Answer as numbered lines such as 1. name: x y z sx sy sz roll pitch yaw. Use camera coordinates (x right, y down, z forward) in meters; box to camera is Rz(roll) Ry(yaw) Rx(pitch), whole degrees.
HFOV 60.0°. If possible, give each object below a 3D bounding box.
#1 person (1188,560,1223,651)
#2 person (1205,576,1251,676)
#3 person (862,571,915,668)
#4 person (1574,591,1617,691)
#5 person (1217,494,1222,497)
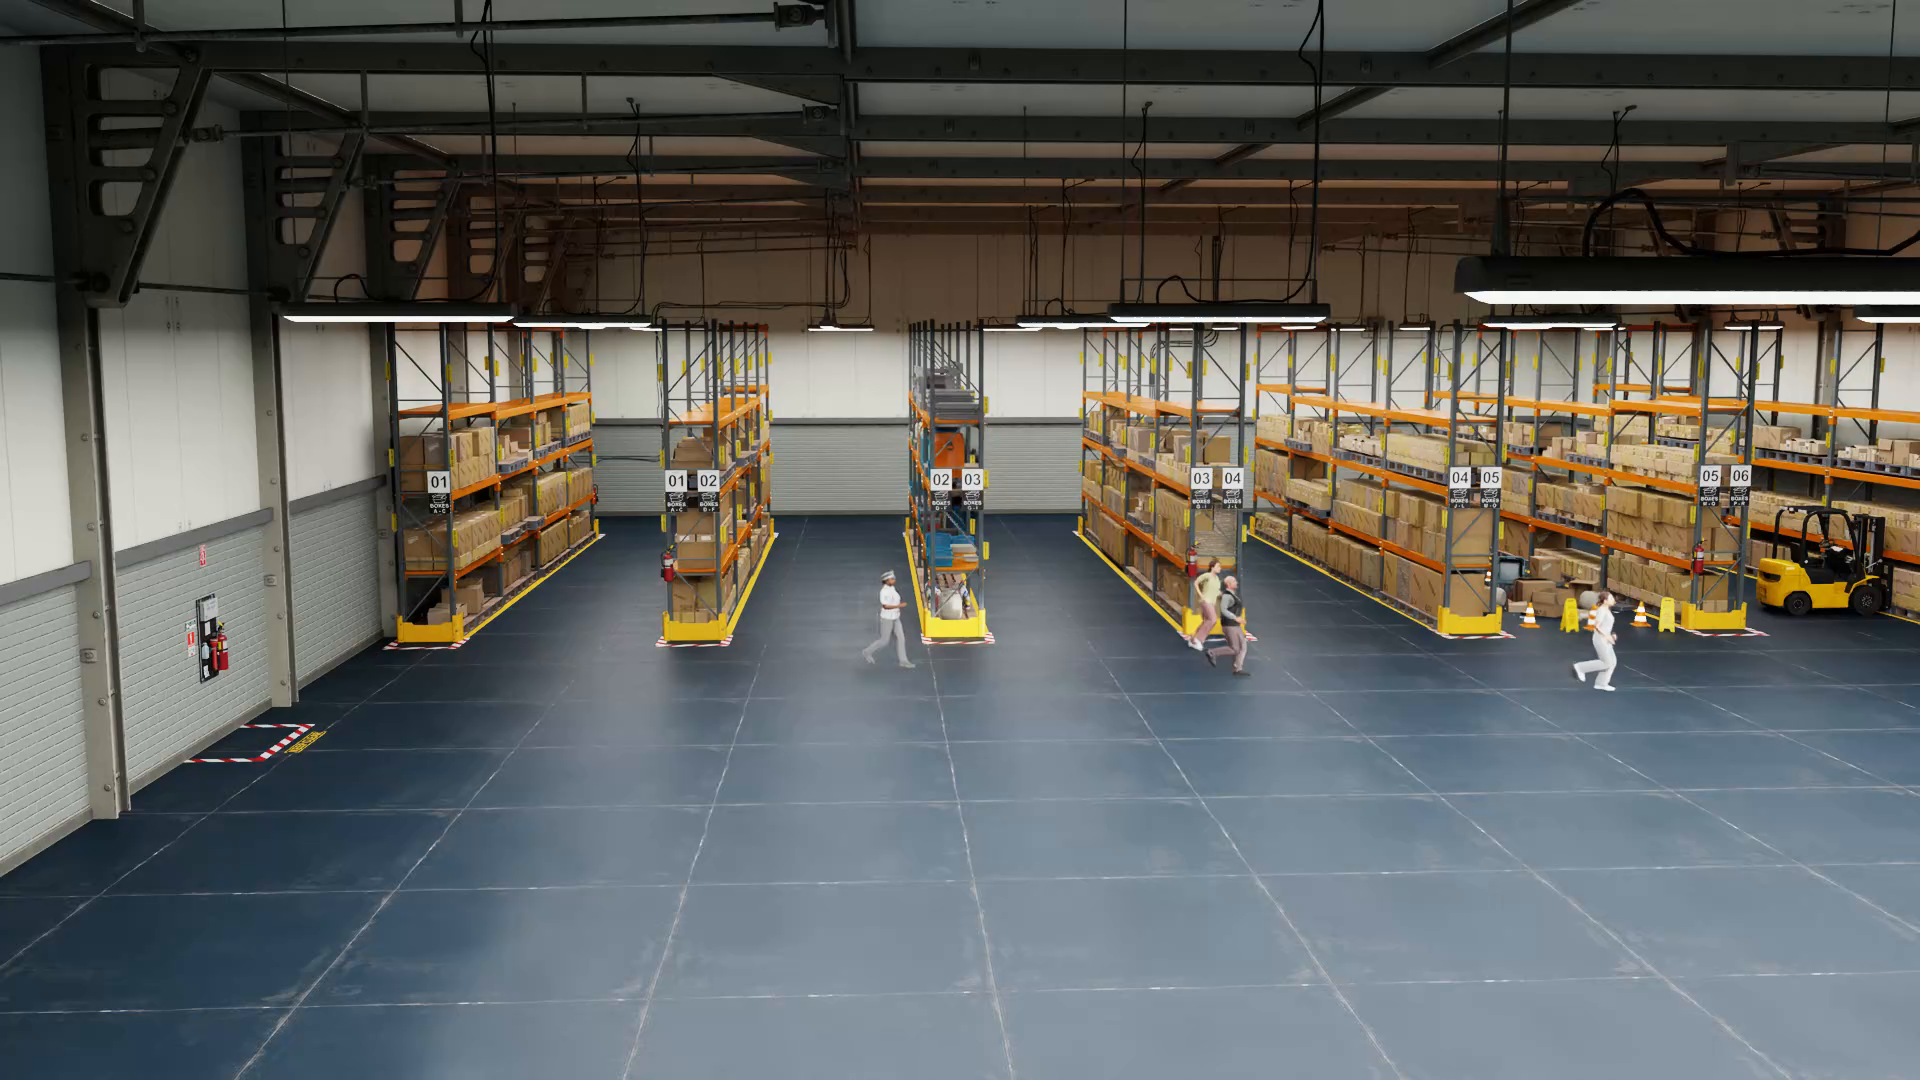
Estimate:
1. person: 4.531 1.184 30.426 0.608 1.635 0.692 5 9 36
2. person: 4.527 1.443 27.956 0.765 1.690 0.657 3 8 21
3. person: -1.217 1.350 28.536 0.931 1.677 0.580 3 7 20
4. person: 10.281 1.617 26.851 0.622 1.621 0.550 4 8 27
5. person: 7.313 -0.823 45.804 0.708 1.778 0.931 0 7 2
